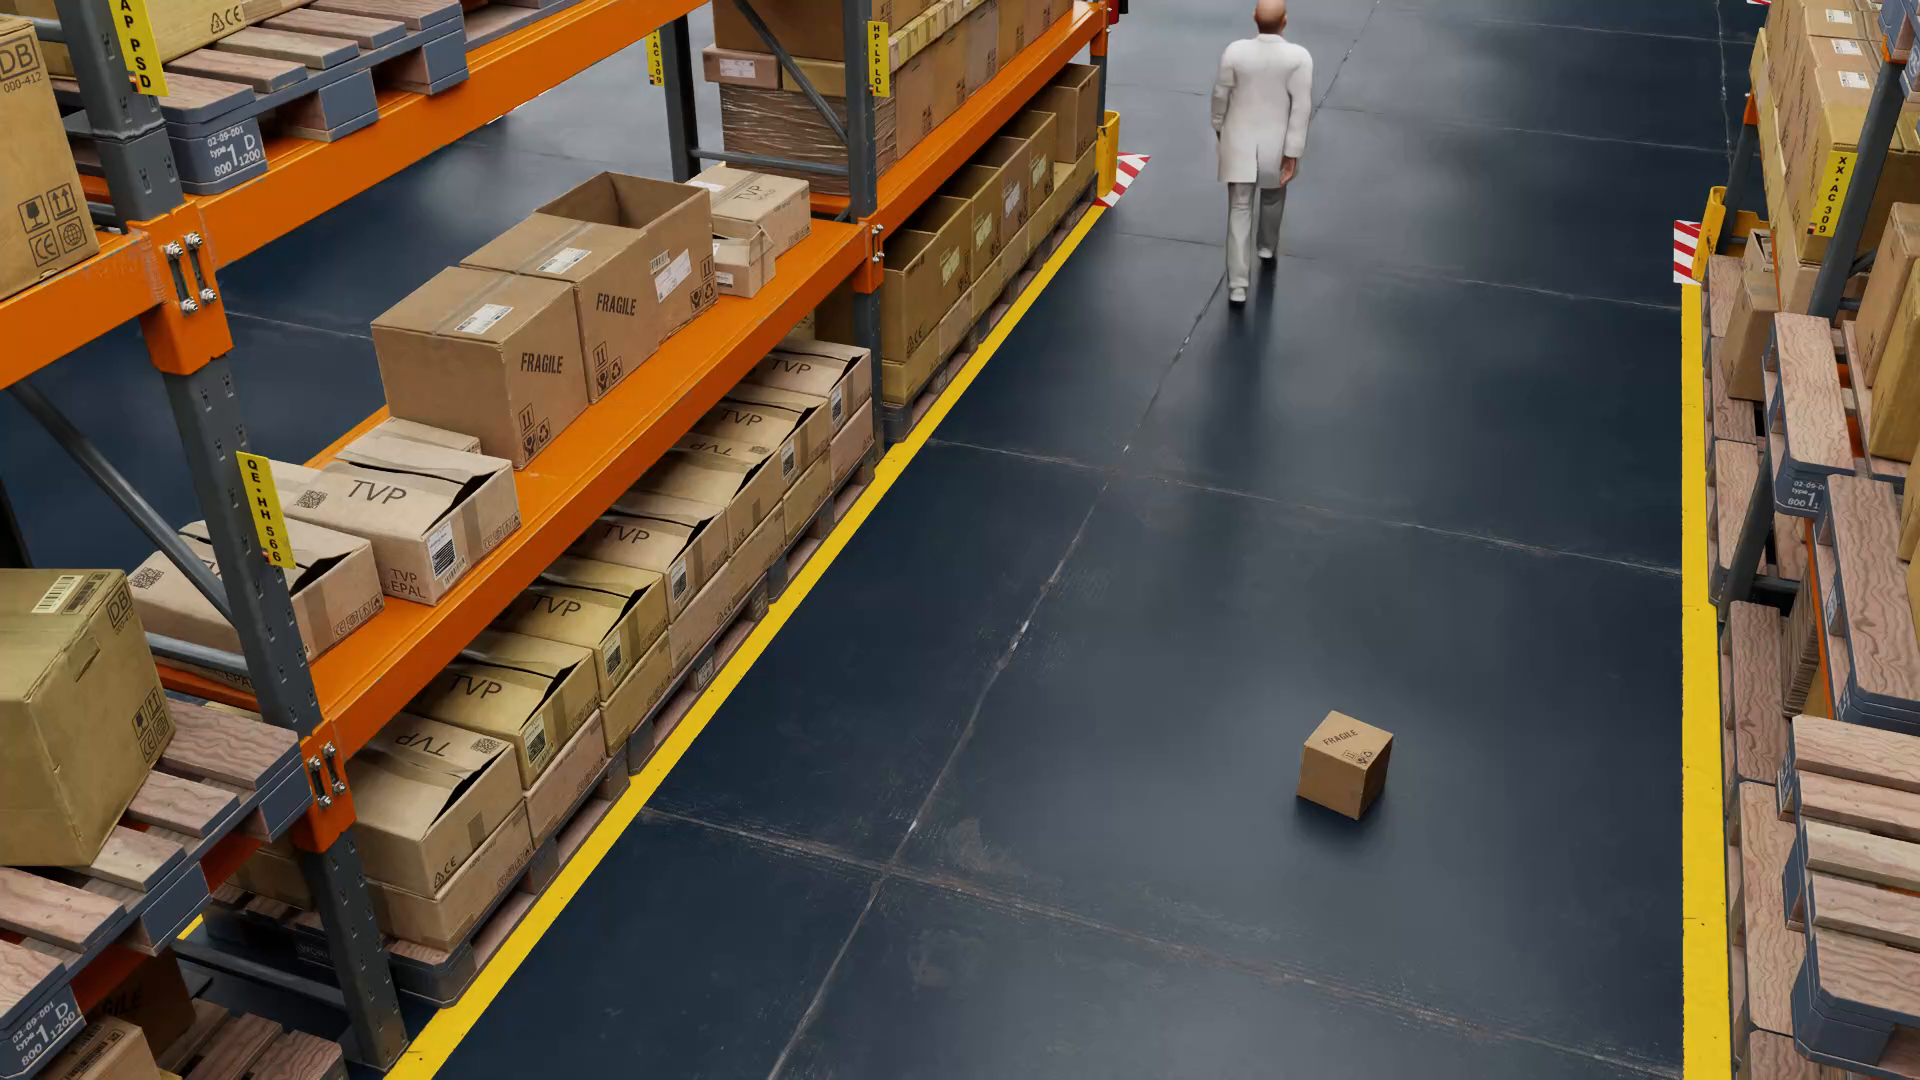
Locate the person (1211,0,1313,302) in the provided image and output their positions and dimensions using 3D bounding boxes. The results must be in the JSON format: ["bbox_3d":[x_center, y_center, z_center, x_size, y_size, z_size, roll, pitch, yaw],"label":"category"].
[{"bbox_3d":[1.765,-2.389,9.827,0.561,1.727,1.066,5,33,8],"label":"person"}]
